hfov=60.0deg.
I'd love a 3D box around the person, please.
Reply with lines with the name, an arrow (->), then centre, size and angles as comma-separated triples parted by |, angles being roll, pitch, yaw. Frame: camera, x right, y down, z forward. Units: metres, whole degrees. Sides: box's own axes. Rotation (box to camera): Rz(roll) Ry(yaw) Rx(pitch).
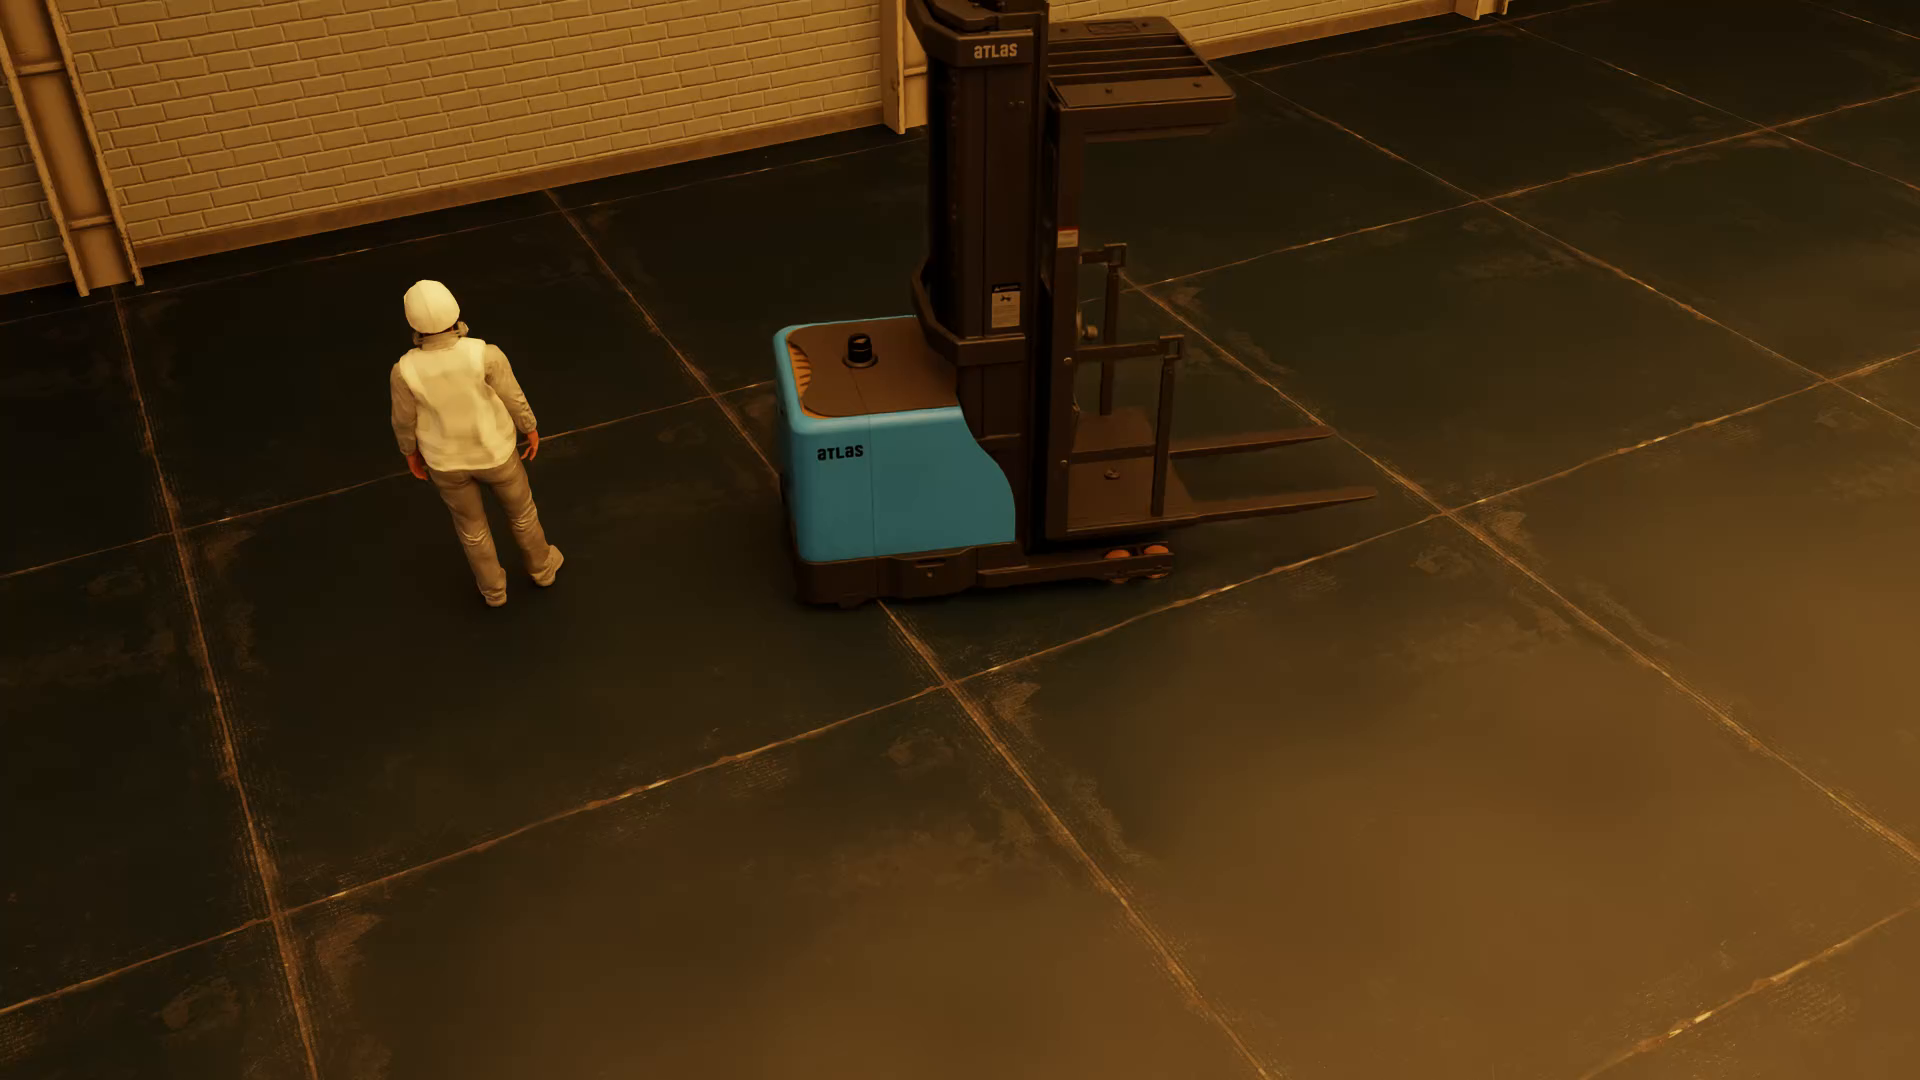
person -> -2.285, -0.466, 7.771 | 0.630, 1.773, 0.570 | -8, 36, -11

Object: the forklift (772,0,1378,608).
forklift -> 0.617, -1.277, 7.929 | 3.031, 2.935, 1.130 | -6, 36, -9
